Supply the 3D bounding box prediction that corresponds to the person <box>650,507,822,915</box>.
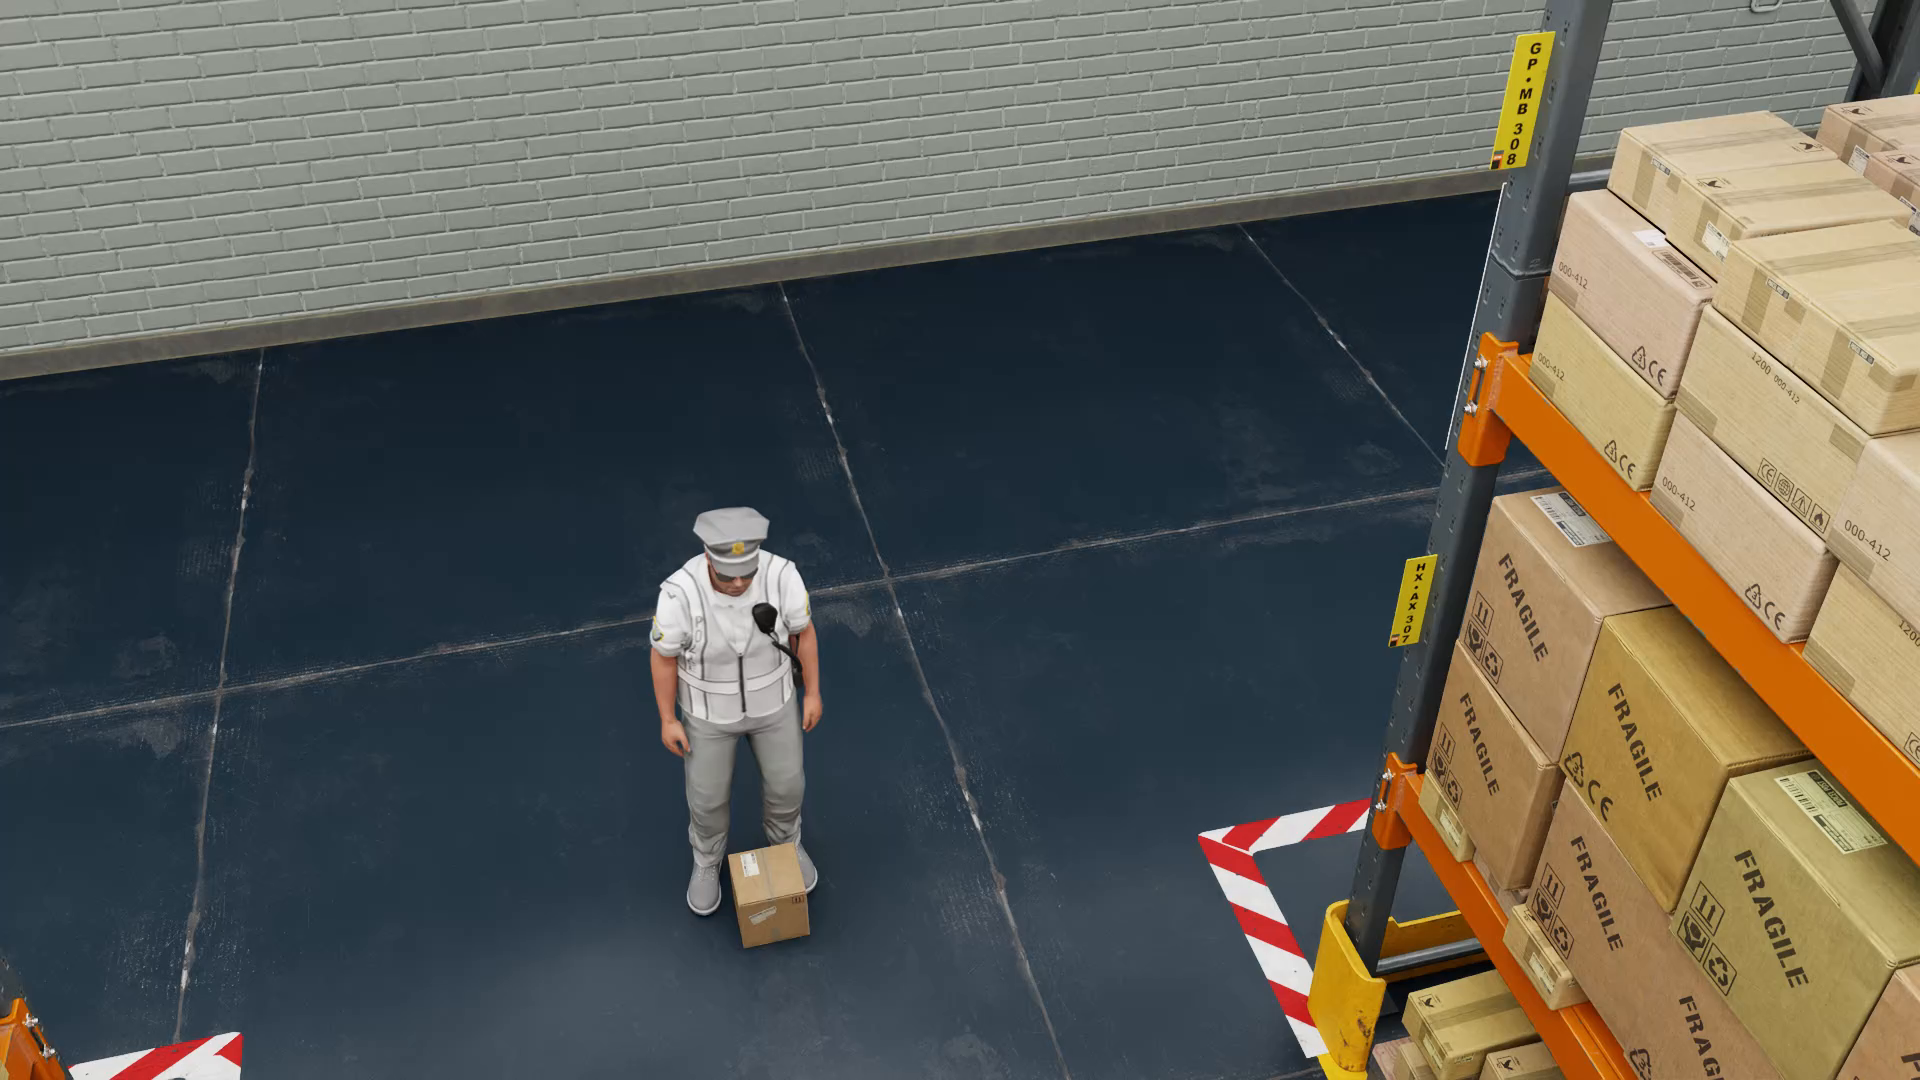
[{"bbox_3d":[-0.790,0.577,5.969,0.592,1.748,0.435,-10,39,-13],"label":"person"}]
